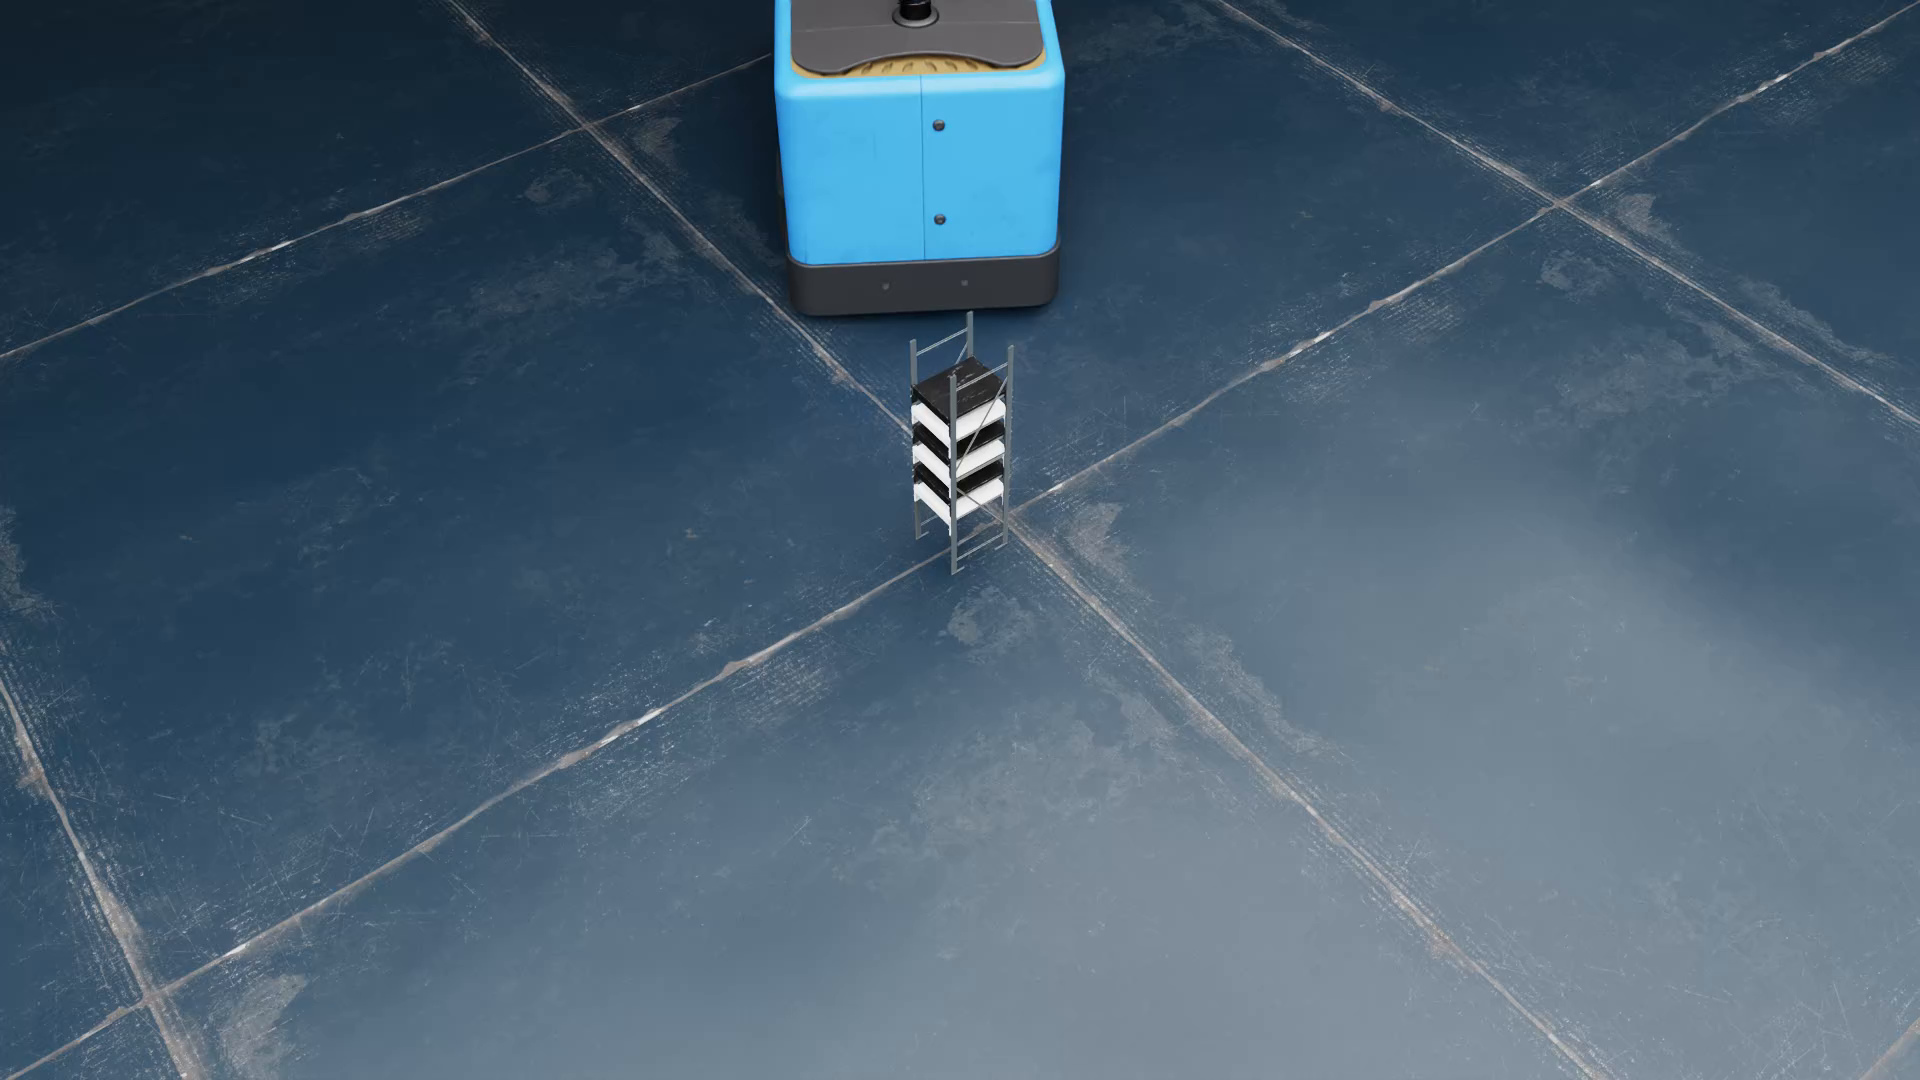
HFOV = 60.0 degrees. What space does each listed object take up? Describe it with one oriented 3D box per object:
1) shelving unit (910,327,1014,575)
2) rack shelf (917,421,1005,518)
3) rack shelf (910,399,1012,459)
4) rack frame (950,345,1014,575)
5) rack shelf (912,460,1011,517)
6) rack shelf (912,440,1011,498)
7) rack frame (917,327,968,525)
[{"bbox_3d":[0.005,-0.297,5.412,0.258,0.900,0.208,-29,54,-24],"label":"shelving unit"},{"bbox_3d":[0.005,-0.264,5.450,0.221,0.281,0.190,-29,54,-24],"label":"rack shelf"},{"bbox_3d":[0.005,-0.396,5.304,0.258,0.077,0.200,-29,54,-24],"label":"rack shelf"},{"bbox_3d":[0.066,-0.237,5.358,0.240,0.900,0.006,-29,54,-24],"label":"rack frame"},{"bbox_3d":[0.005,-0.215,5.504,0.258,0.077,0.200,-29,54,-24],"label":"rack shelf"},{"bbox_3d":[0.005,-0.275,5.437,0.258,0.077,0.200,-29,54,-24],"label":"rack shelf"},{"bbox_3d":[-0.057,-0.357,5.466,0.228,0.785,0.003,-29,54,-24],"label":"rack frame"}]
